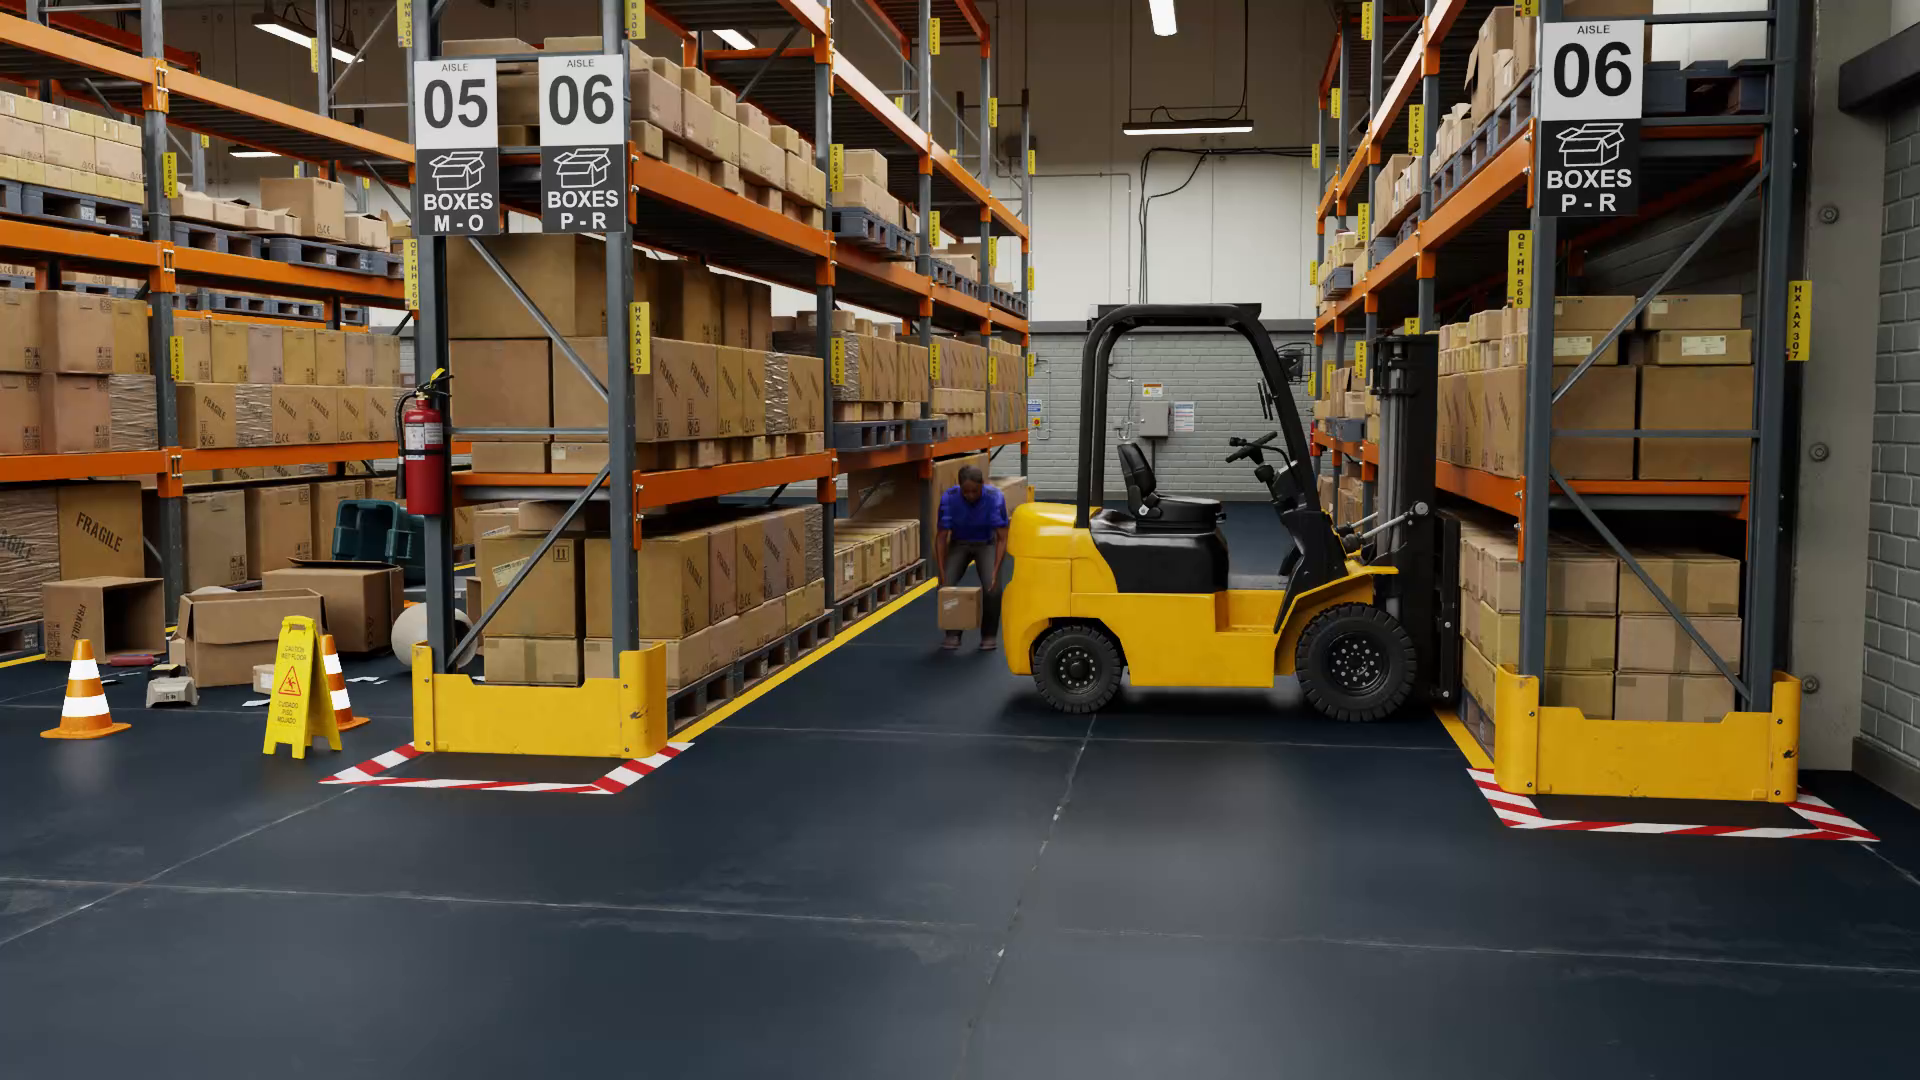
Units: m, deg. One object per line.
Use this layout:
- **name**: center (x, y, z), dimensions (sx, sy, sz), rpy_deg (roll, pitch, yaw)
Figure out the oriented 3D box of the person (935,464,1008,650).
- **person**: center (0.097, 0.112, 11.125), dimensions (0.499, 1.252, 0.694), rpy_deg (1, 5, 9)
